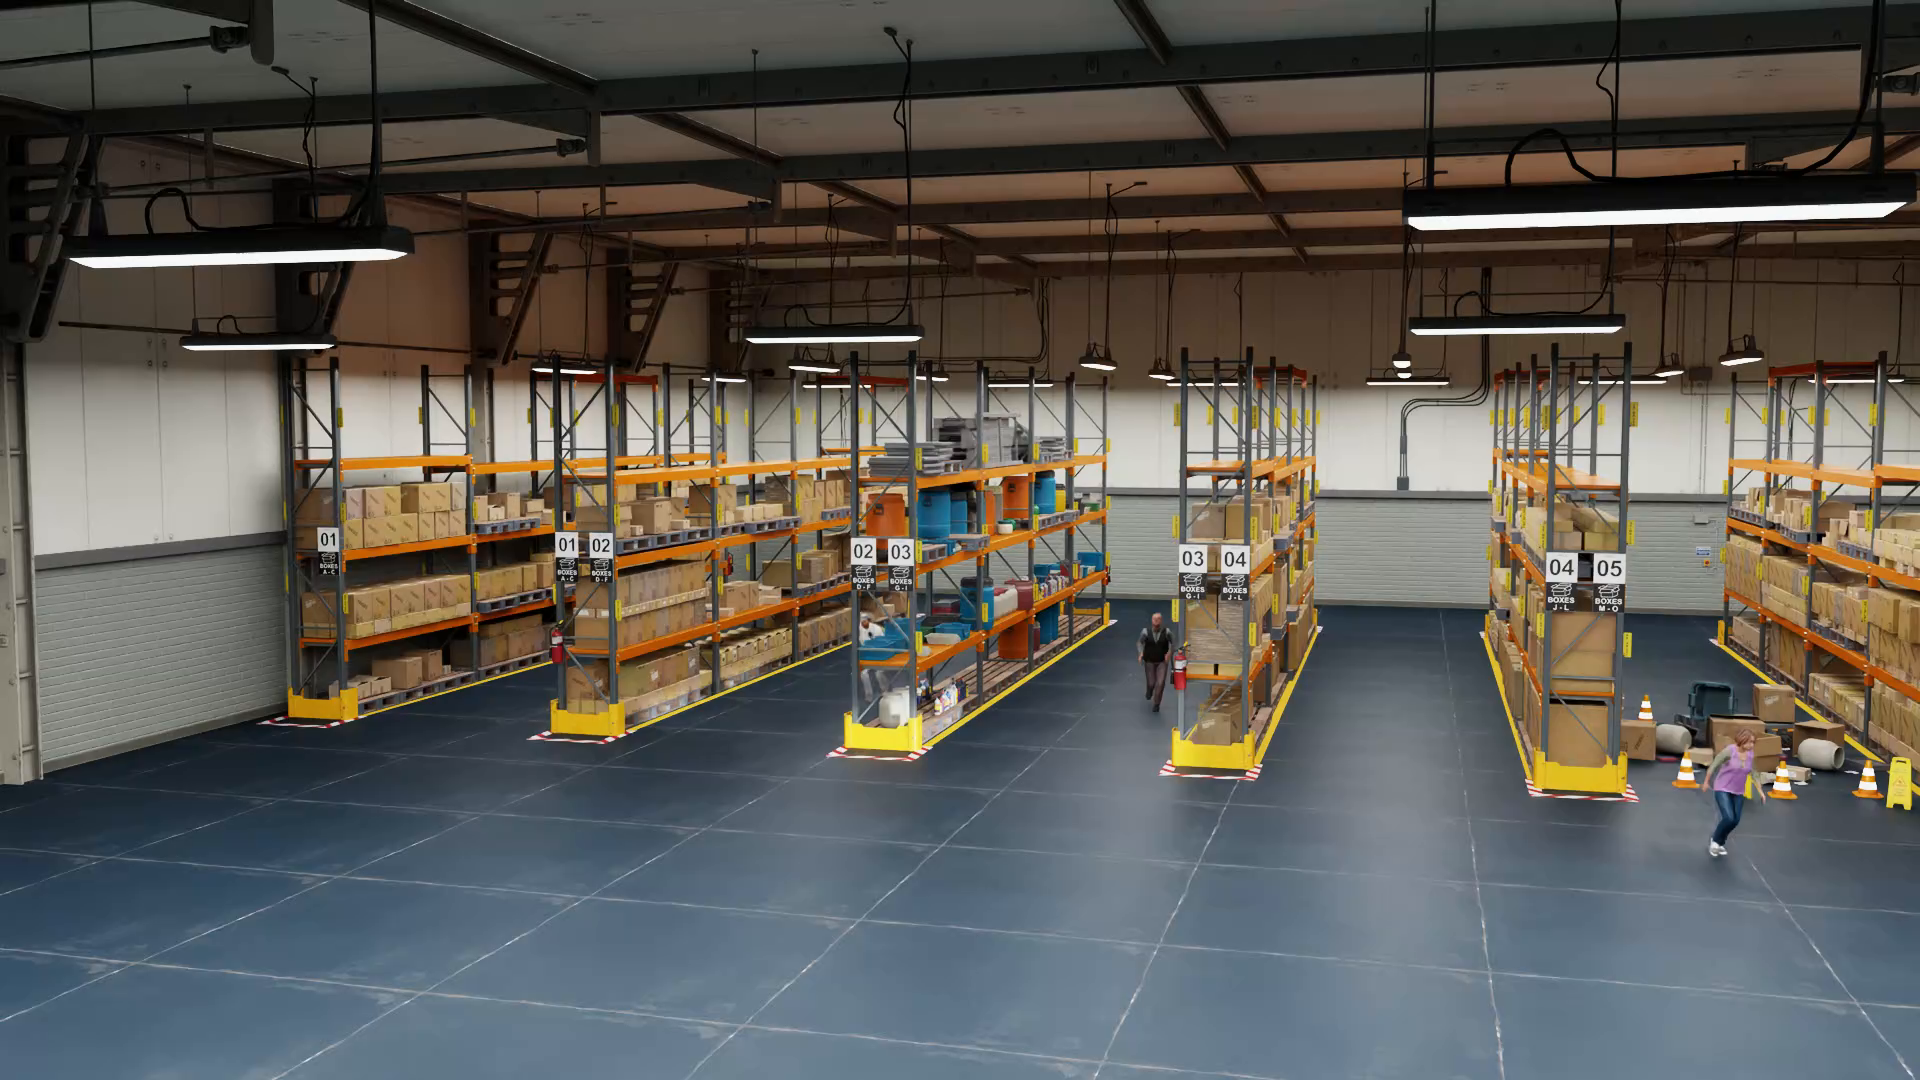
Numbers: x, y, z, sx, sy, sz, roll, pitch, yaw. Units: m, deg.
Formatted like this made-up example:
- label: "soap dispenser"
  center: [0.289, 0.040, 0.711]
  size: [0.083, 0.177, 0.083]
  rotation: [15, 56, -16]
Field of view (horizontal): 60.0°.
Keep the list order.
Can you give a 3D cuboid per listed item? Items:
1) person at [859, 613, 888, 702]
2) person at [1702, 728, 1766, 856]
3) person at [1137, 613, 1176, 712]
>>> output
- label: "person"
  center: [-1.552, 2.089, 29.456]
  size: [0.631, 1.670, 0.911]
  rotation: [2, 5, 29]
- label: "person"
  center: [8.744, 2.853, 18.805]
  size: [0.497, 1.505, 0.686]
  rotation: [-1, 4, -10]
- label: "person"
  center: [3.380, 2.083, 28.590]
  size: [0.667, 1.680, 0.623]
  rotation: [0, 4, 2]
